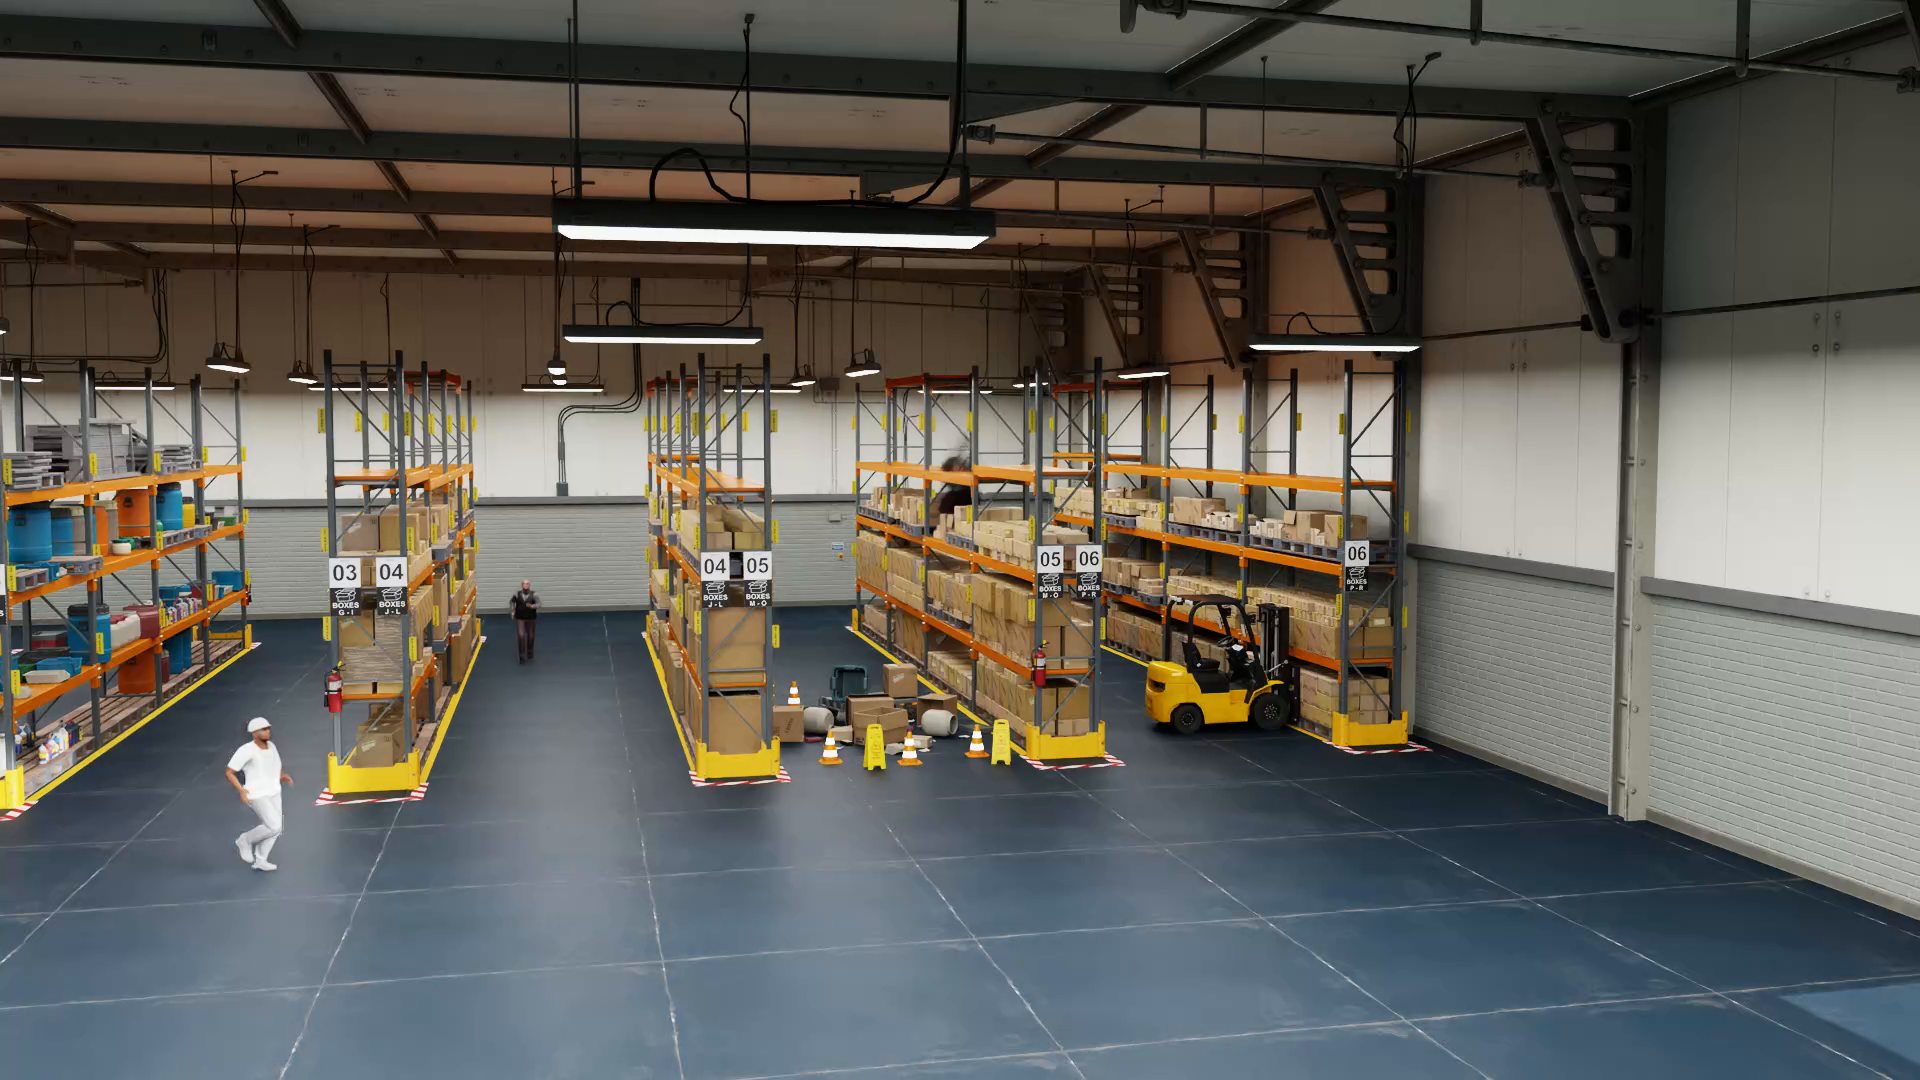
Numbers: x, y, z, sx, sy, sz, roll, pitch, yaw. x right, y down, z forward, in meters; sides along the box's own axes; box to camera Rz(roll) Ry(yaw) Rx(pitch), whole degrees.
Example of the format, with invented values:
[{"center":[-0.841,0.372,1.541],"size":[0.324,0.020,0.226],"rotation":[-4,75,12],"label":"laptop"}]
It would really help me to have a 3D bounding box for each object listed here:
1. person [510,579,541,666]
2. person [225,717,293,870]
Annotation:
[{"center":[-9.106,1.704,34.888],"size":[0.636,1.764,0.850],"rotation":[-1,4,-17],"label":"person"},{"center":[-7.798,2.847,18.636],"size":[0.580,1.722,0.699],"rotation":[1,4,16],"label":"person"}]
